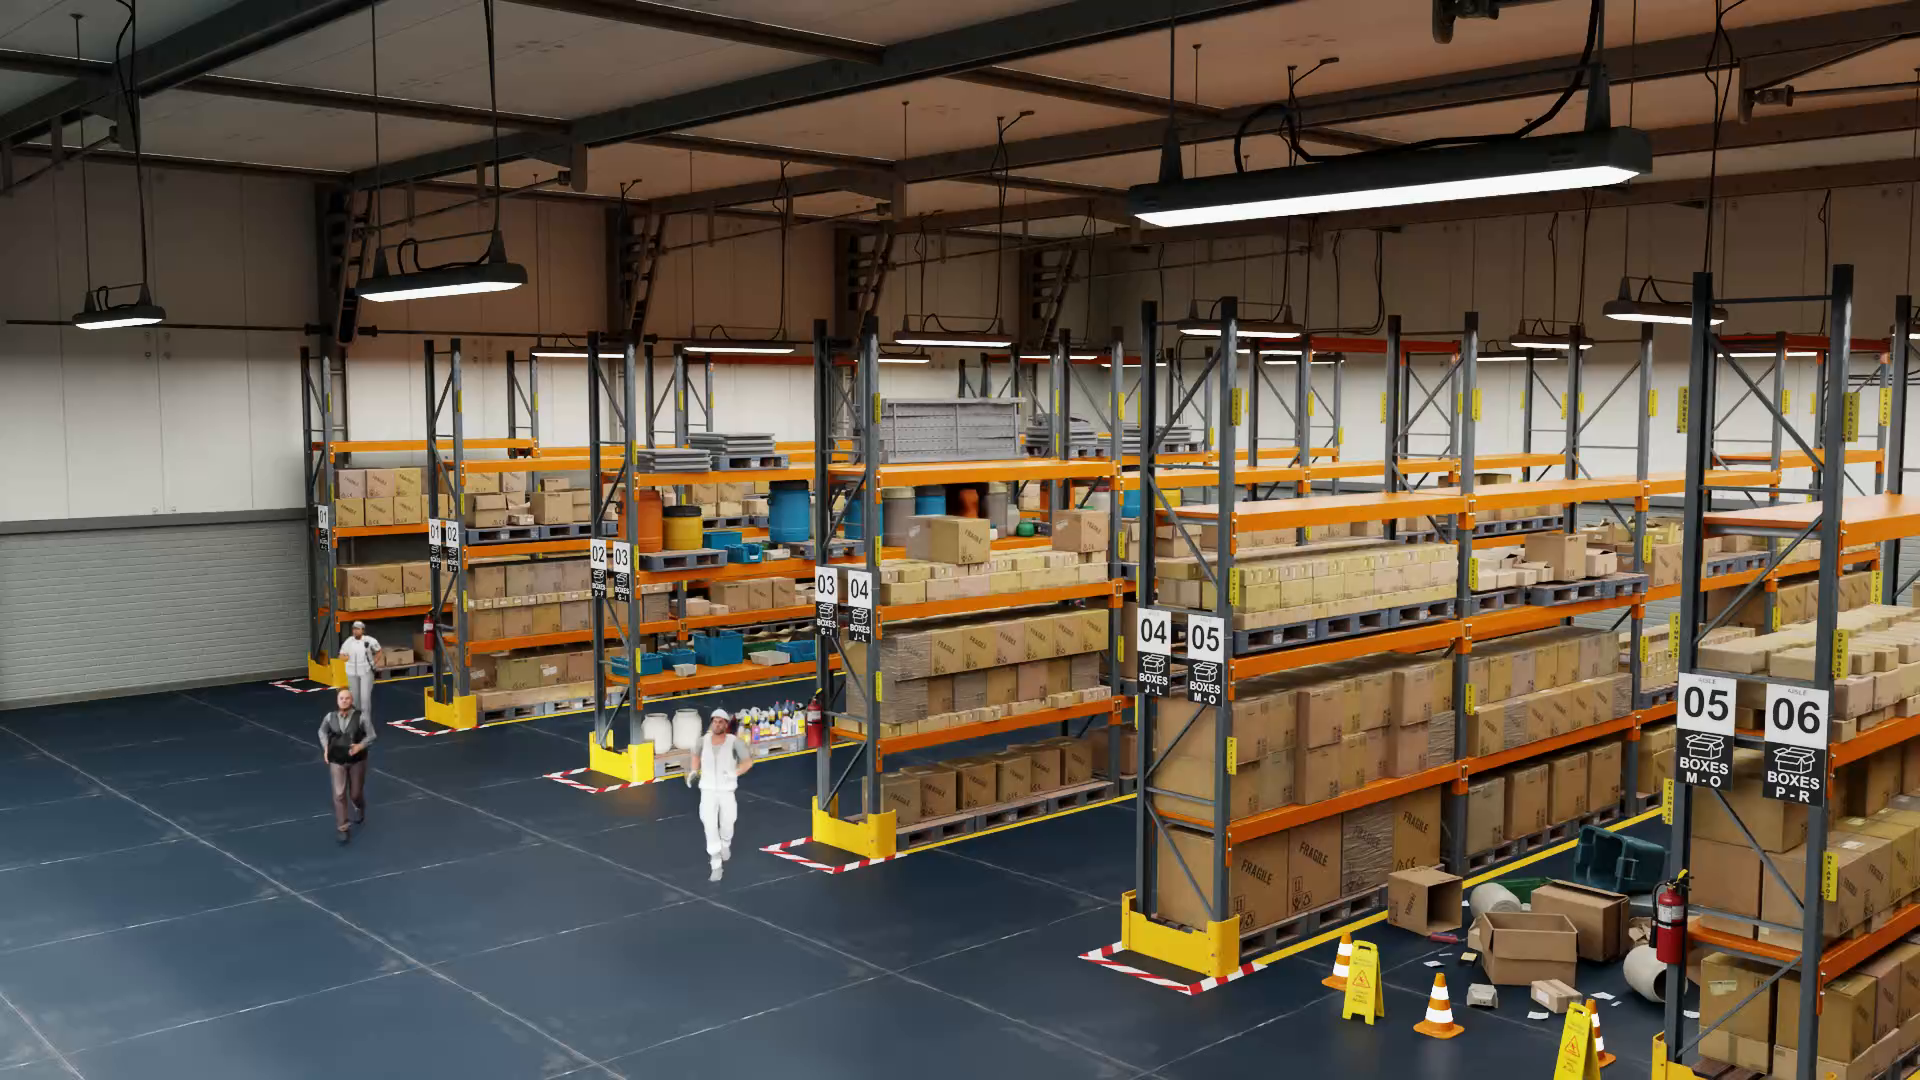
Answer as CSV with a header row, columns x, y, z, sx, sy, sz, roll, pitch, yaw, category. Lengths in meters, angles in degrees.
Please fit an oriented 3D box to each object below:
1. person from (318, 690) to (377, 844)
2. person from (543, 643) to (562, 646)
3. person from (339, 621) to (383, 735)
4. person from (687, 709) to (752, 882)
x,y,z,sx,sy,sz,roll,pitch,yaw,category
-7.162,2.595,19.356,0.606,1.709,0.913,-1,5,-13,person
-7.145,1.786,29.337,0.574,1.603,0.561,4,6,36,person
-9.199,2.086,25.459,0.605,1.704,0.792,0,5,0,person
-2.592,2.719,17.964,0.695,1.792,0.840,0,5,-3,person
